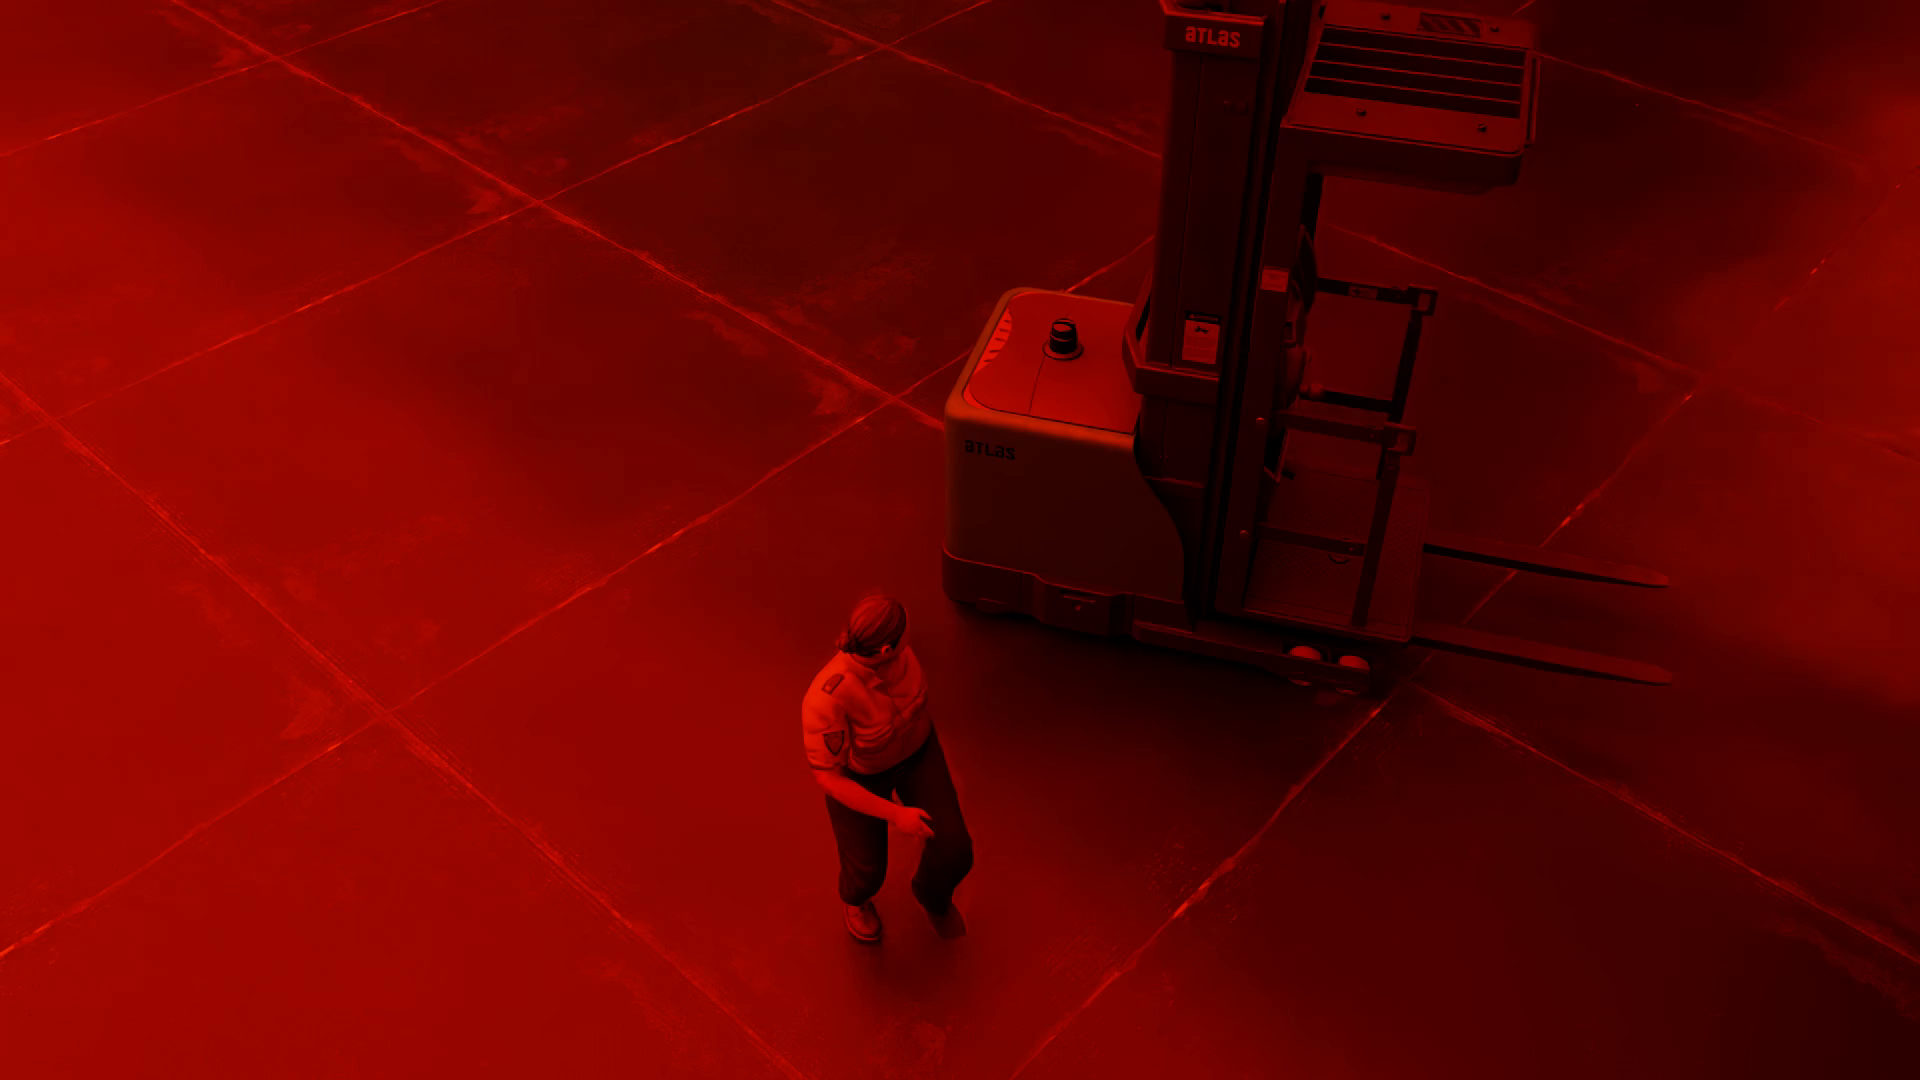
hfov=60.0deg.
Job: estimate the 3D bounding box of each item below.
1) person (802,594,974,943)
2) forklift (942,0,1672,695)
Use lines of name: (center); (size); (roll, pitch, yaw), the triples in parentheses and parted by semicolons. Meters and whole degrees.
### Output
person: (-0.263, 0.784, 5.590); (0.610, 1.633, 0.713); (-23, 46, -24)
forklift: (1.498, -0.857, 6.427); (3.031, 2.935, 1.130); (11, 42, 13)
